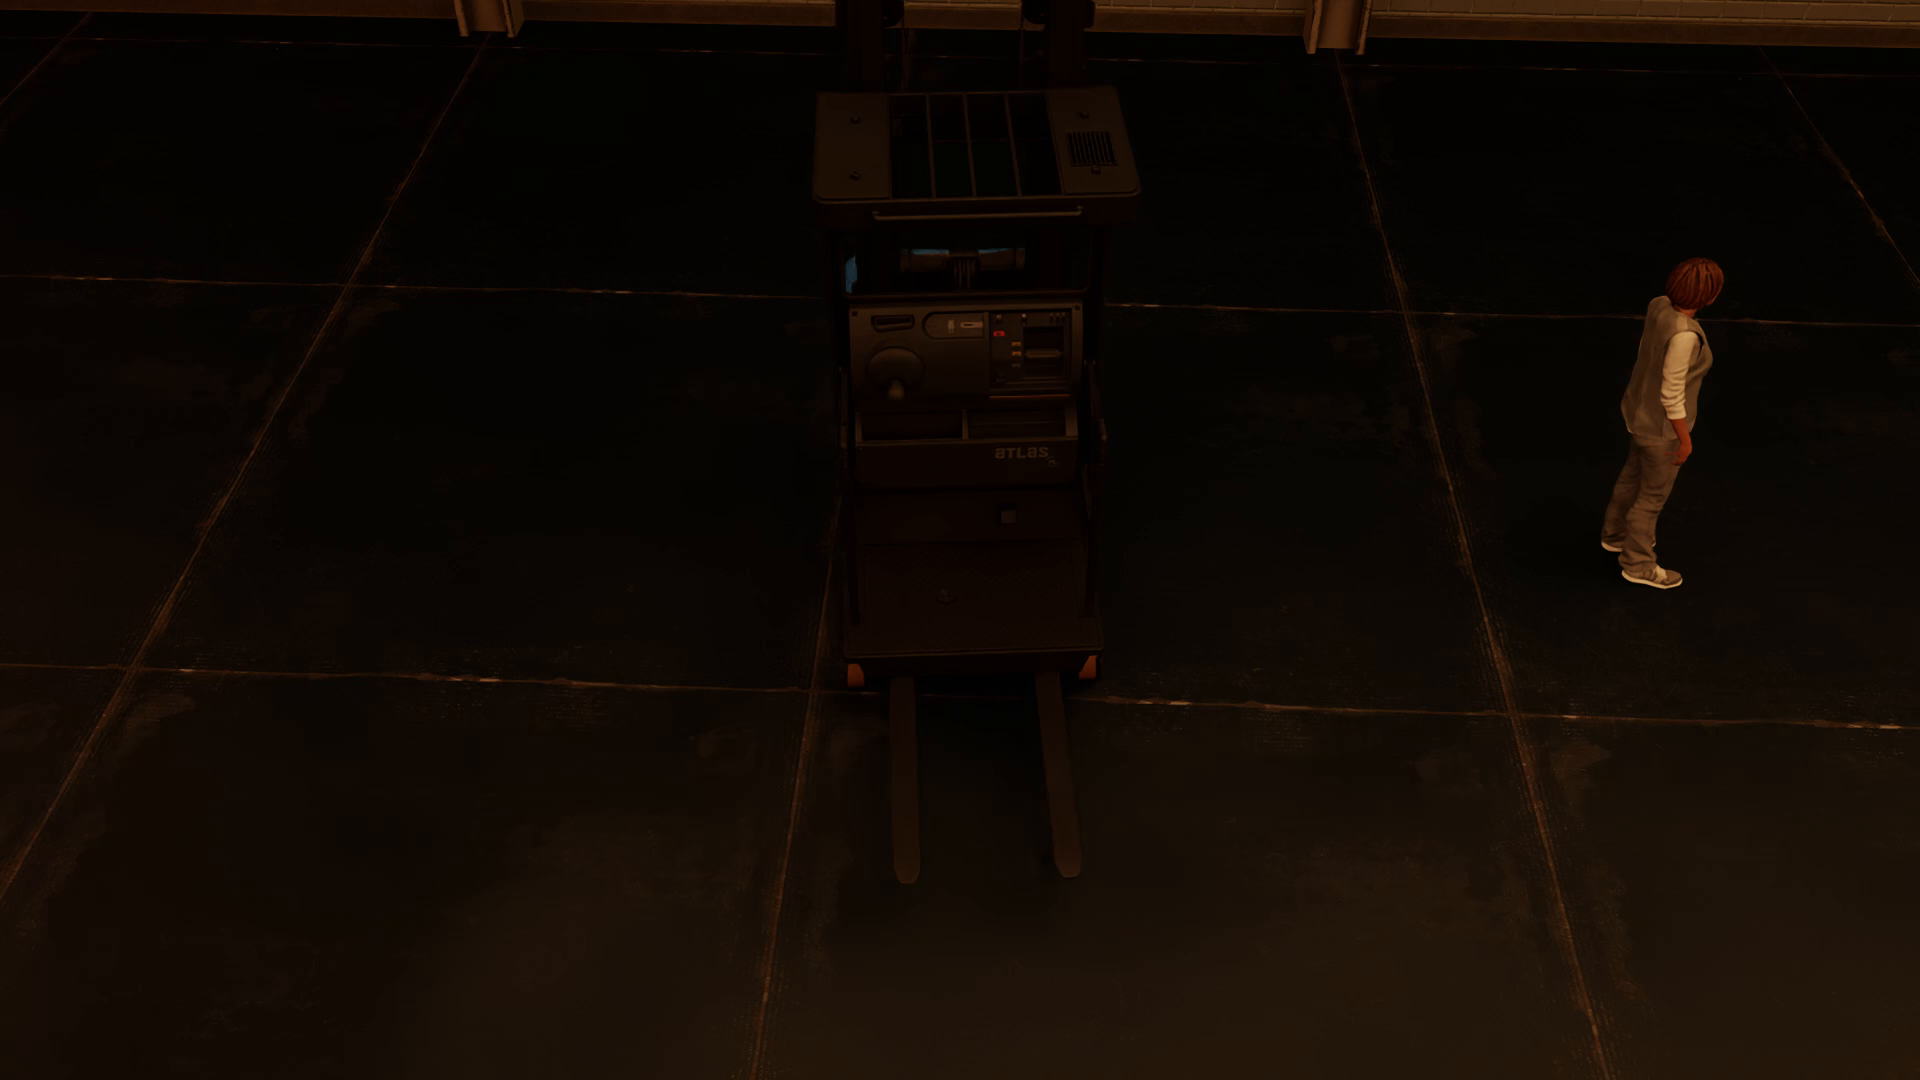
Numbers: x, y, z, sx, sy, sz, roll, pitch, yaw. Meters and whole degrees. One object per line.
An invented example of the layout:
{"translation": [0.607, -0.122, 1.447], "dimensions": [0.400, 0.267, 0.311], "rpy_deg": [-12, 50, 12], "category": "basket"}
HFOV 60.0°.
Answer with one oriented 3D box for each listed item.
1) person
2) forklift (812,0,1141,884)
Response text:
{"translation": [3.128, -0.525, 7.309], "dimensions": [0.437, 1.610, 0.499], "rpy_deg": [2, 42, 3], "category": "person"}
{"translation": [0.037, -0.670, 6.476], "dimensions": [1.130, 2.935, 3.031], "rpy_deg": [-2, 42, -2], "category": "forklift"}
